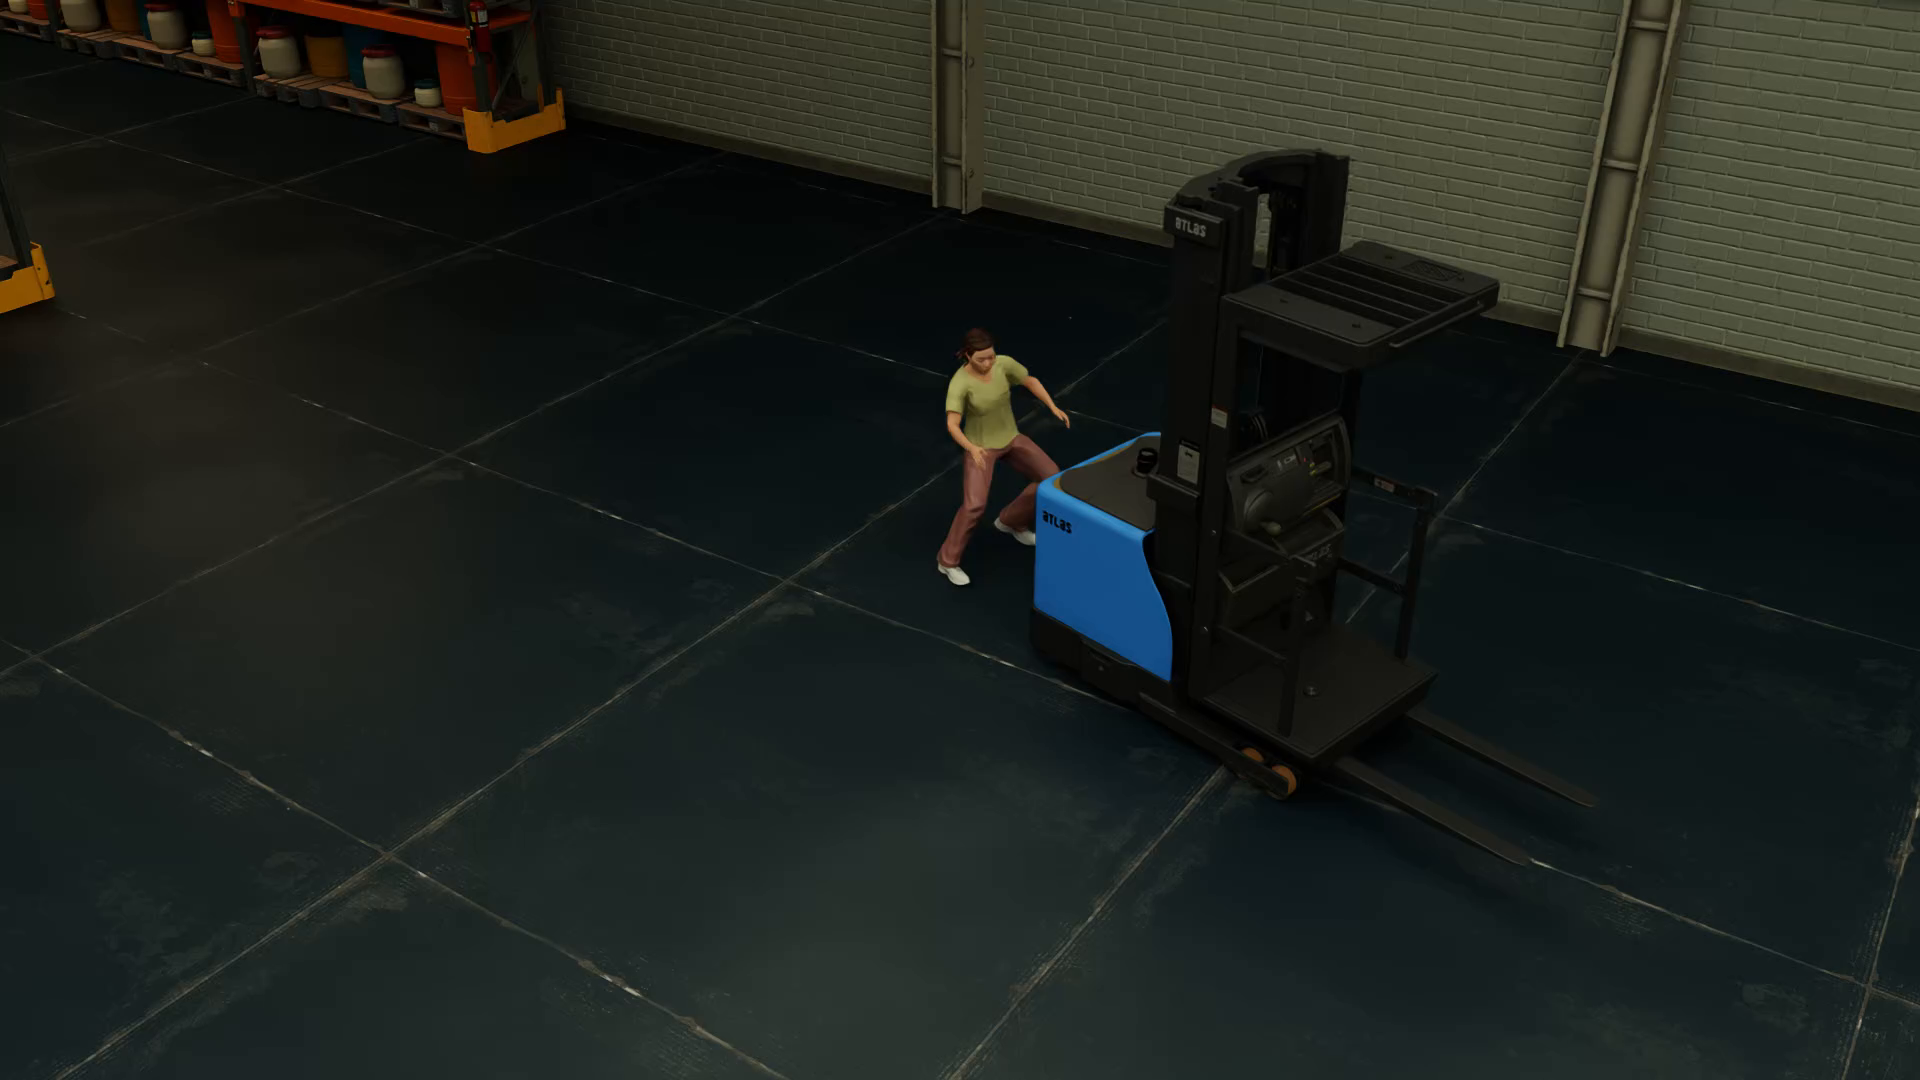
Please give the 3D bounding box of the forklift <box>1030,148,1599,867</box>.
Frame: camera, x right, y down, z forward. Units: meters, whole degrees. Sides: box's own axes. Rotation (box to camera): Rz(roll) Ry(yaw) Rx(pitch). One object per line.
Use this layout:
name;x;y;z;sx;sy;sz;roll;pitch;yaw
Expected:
forklift;1.765;-0.270;8.046;1.130;2.935;3.031;-25;38;-36

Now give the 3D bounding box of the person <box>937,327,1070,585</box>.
person;0.232;-0.542;9.940;0.835;1.495;0.674;-15;34;-25
